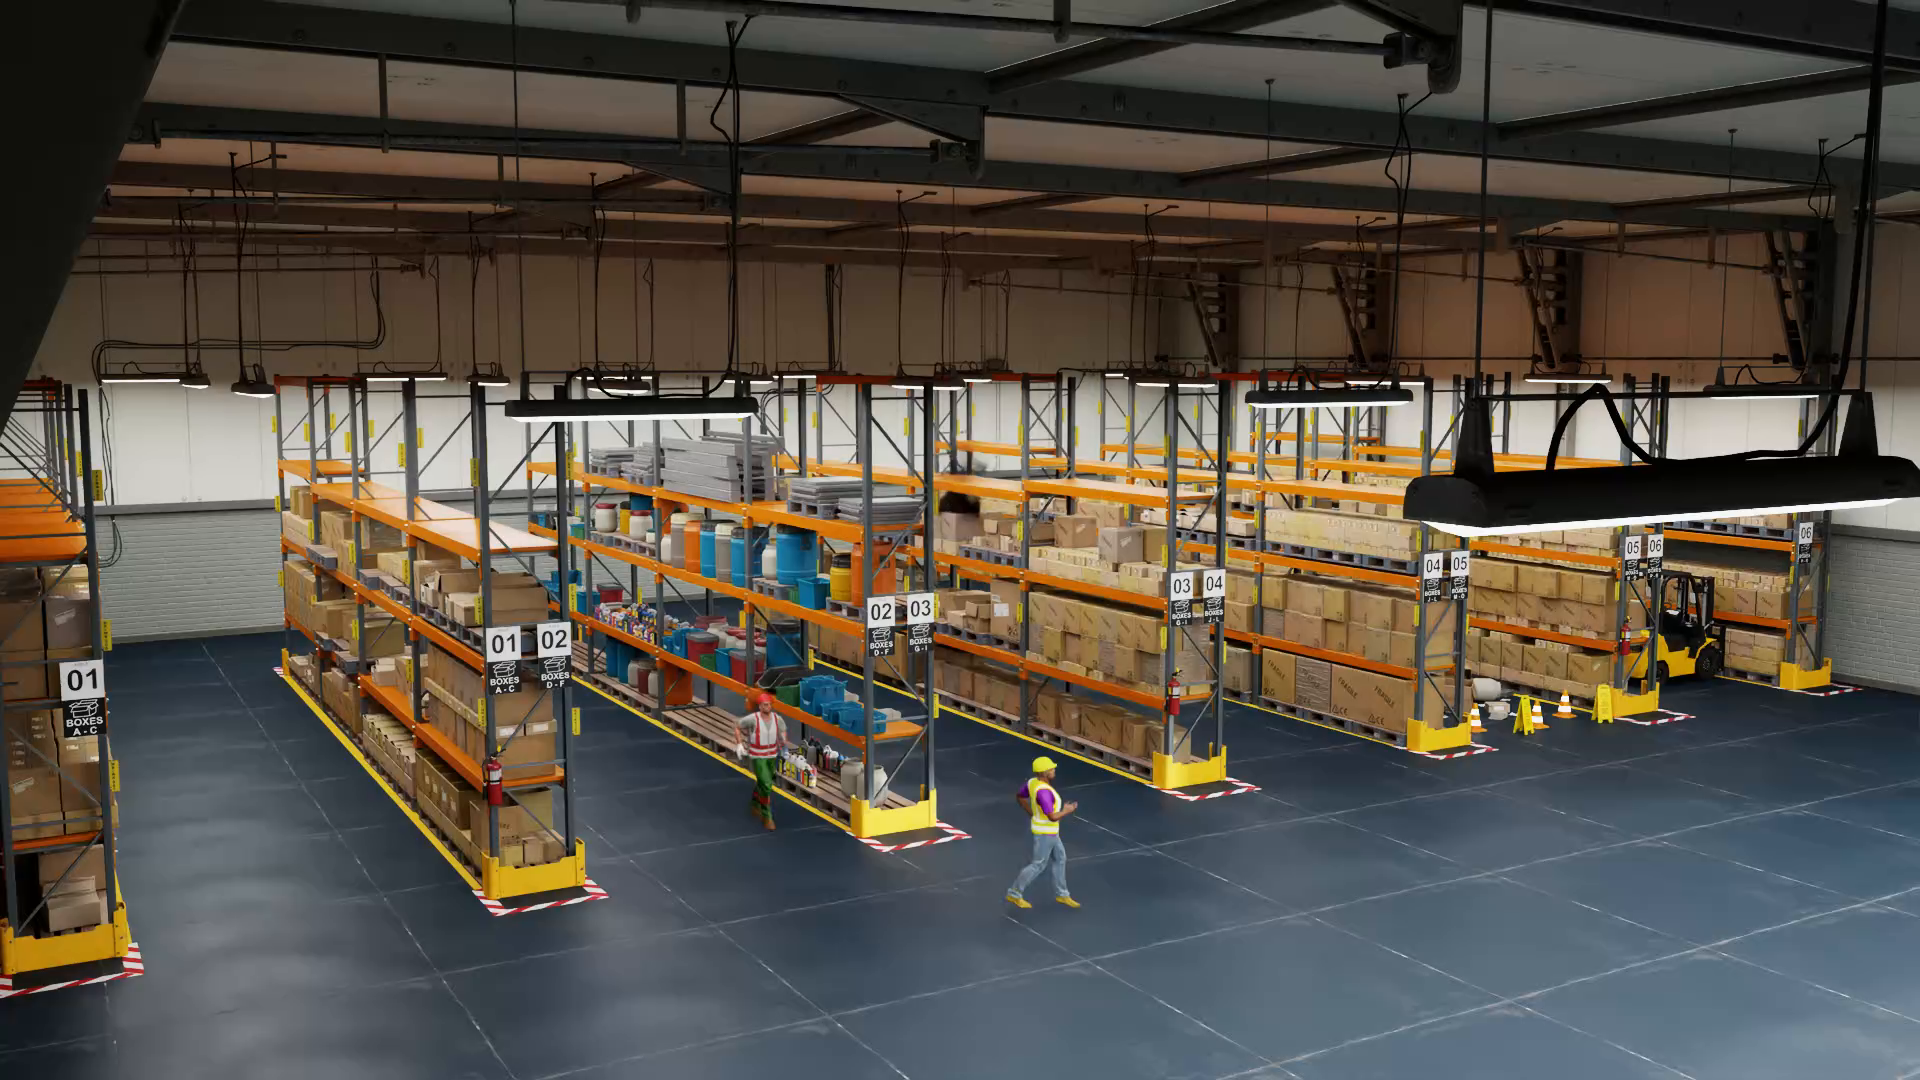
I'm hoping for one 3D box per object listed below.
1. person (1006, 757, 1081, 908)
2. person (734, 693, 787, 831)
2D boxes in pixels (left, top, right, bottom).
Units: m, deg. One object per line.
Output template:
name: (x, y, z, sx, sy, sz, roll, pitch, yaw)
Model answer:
person: (0.962, 3.360, 18.997, 0.879, 1.802, 0.683, 0, 6, -3)
person: (-2.663, 2.975, 22.529, 0.643, 1.844, 0.876, -5, 8, -39)
